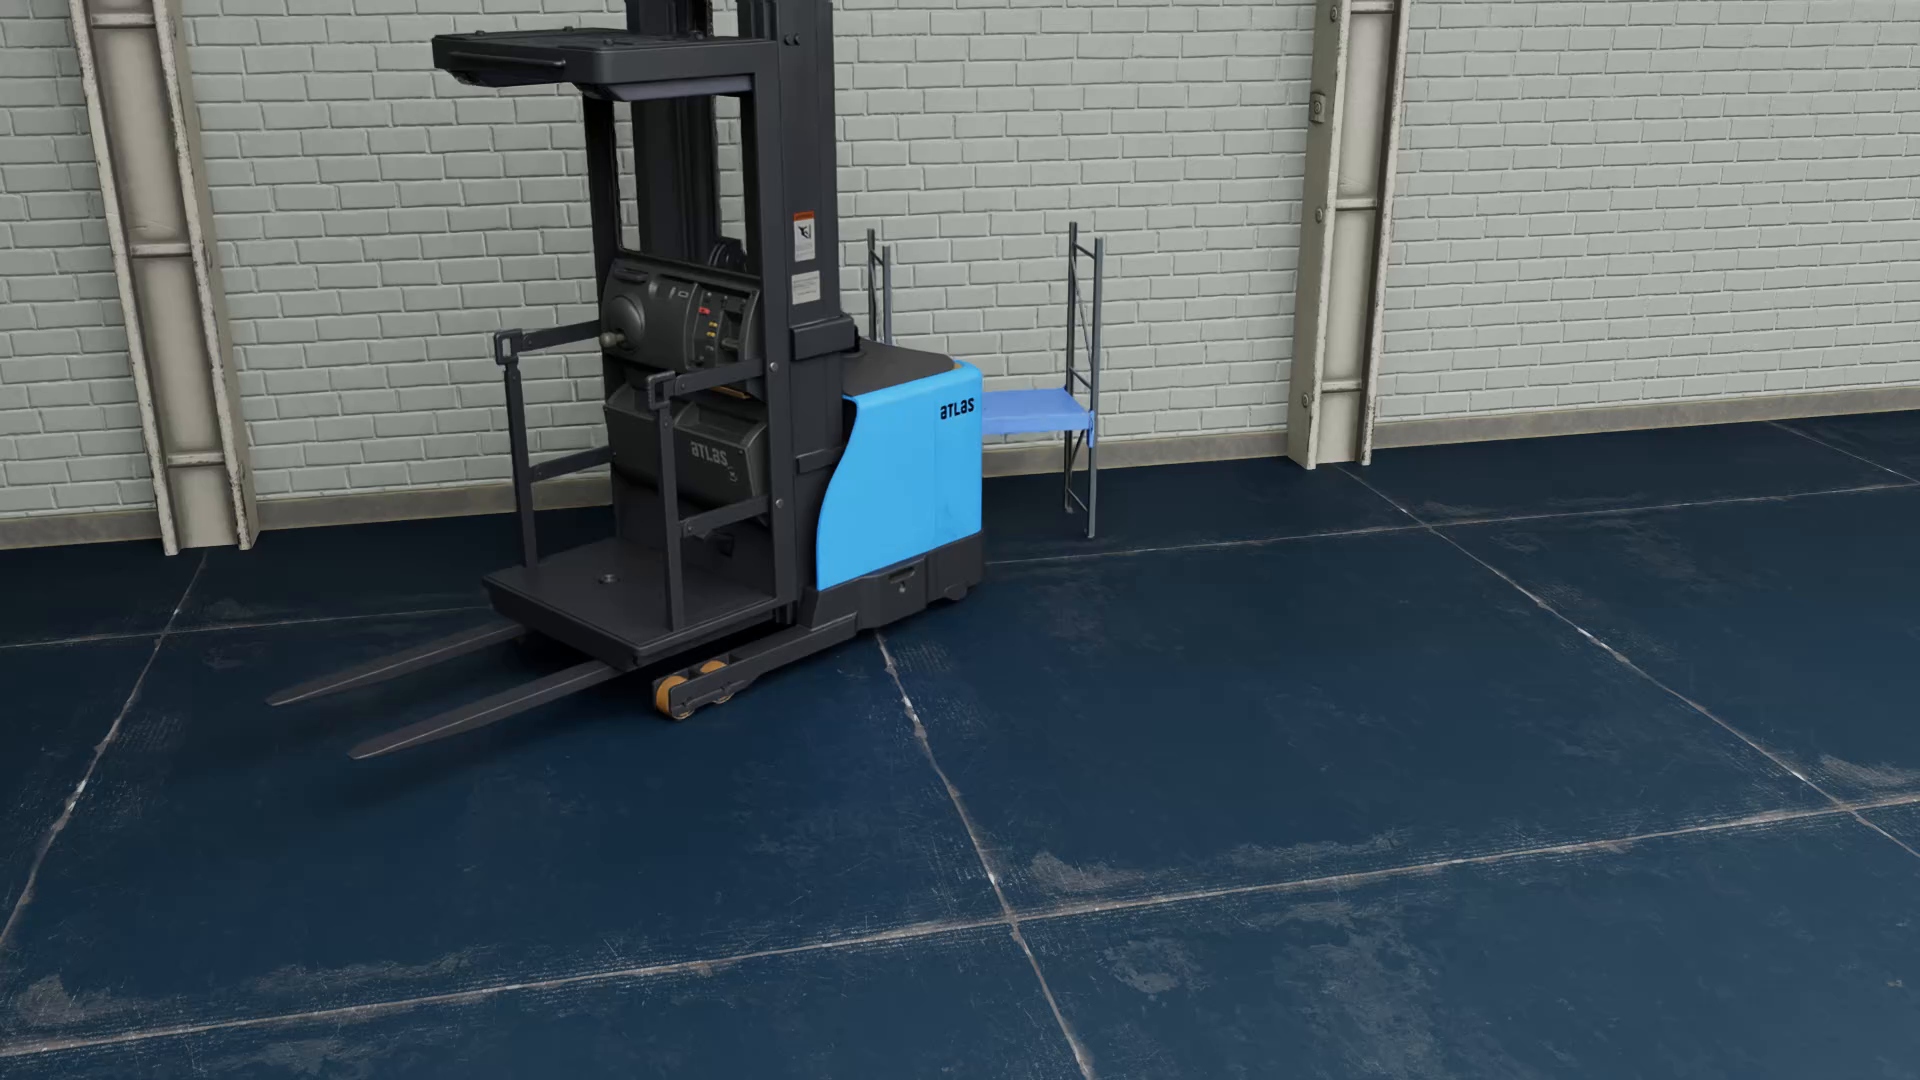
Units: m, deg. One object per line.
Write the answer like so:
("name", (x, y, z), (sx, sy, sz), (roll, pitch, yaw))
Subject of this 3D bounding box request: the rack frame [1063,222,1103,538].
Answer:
("rack frame", (0.610, -0.798, 8.312), (0.032, 1.500, 0.500), (-4, 21, -11))

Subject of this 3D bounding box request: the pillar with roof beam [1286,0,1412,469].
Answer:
("pillar with roof beam", (3.108, -3.251, 4.107), (0.400, 9.000, 9.100), (-5, 21, -12))

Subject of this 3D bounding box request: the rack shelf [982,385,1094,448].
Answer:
("rack shelf", (0.113, -0.593, 8.277), (1.000, 0.185, 0.538), (-4, 21, -11))

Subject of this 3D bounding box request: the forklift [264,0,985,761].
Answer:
("forklift", (-1.261, -0.881, 6.458), (1.130, 2.935, 3.031), (18, 27, 40))

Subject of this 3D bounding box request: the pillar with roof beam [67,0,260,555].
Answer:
("pillar with roof beam", (-2.731, -2.776, 2.810), (0.400, 9.000, 9.100), (-5, 21, -12))

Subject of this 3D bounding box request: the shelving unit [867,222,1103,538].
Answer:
("shelving unit", (0.113, -0.762, 8.215), (1.048, 1.500, 0.538), (-4, 21, -11))

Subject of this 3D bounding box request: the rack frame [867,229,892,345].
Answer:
("rack frame", (-0.385, -0.727, 8.118), (0.032, 1.500, 0.500), (-4, 21, -11))
